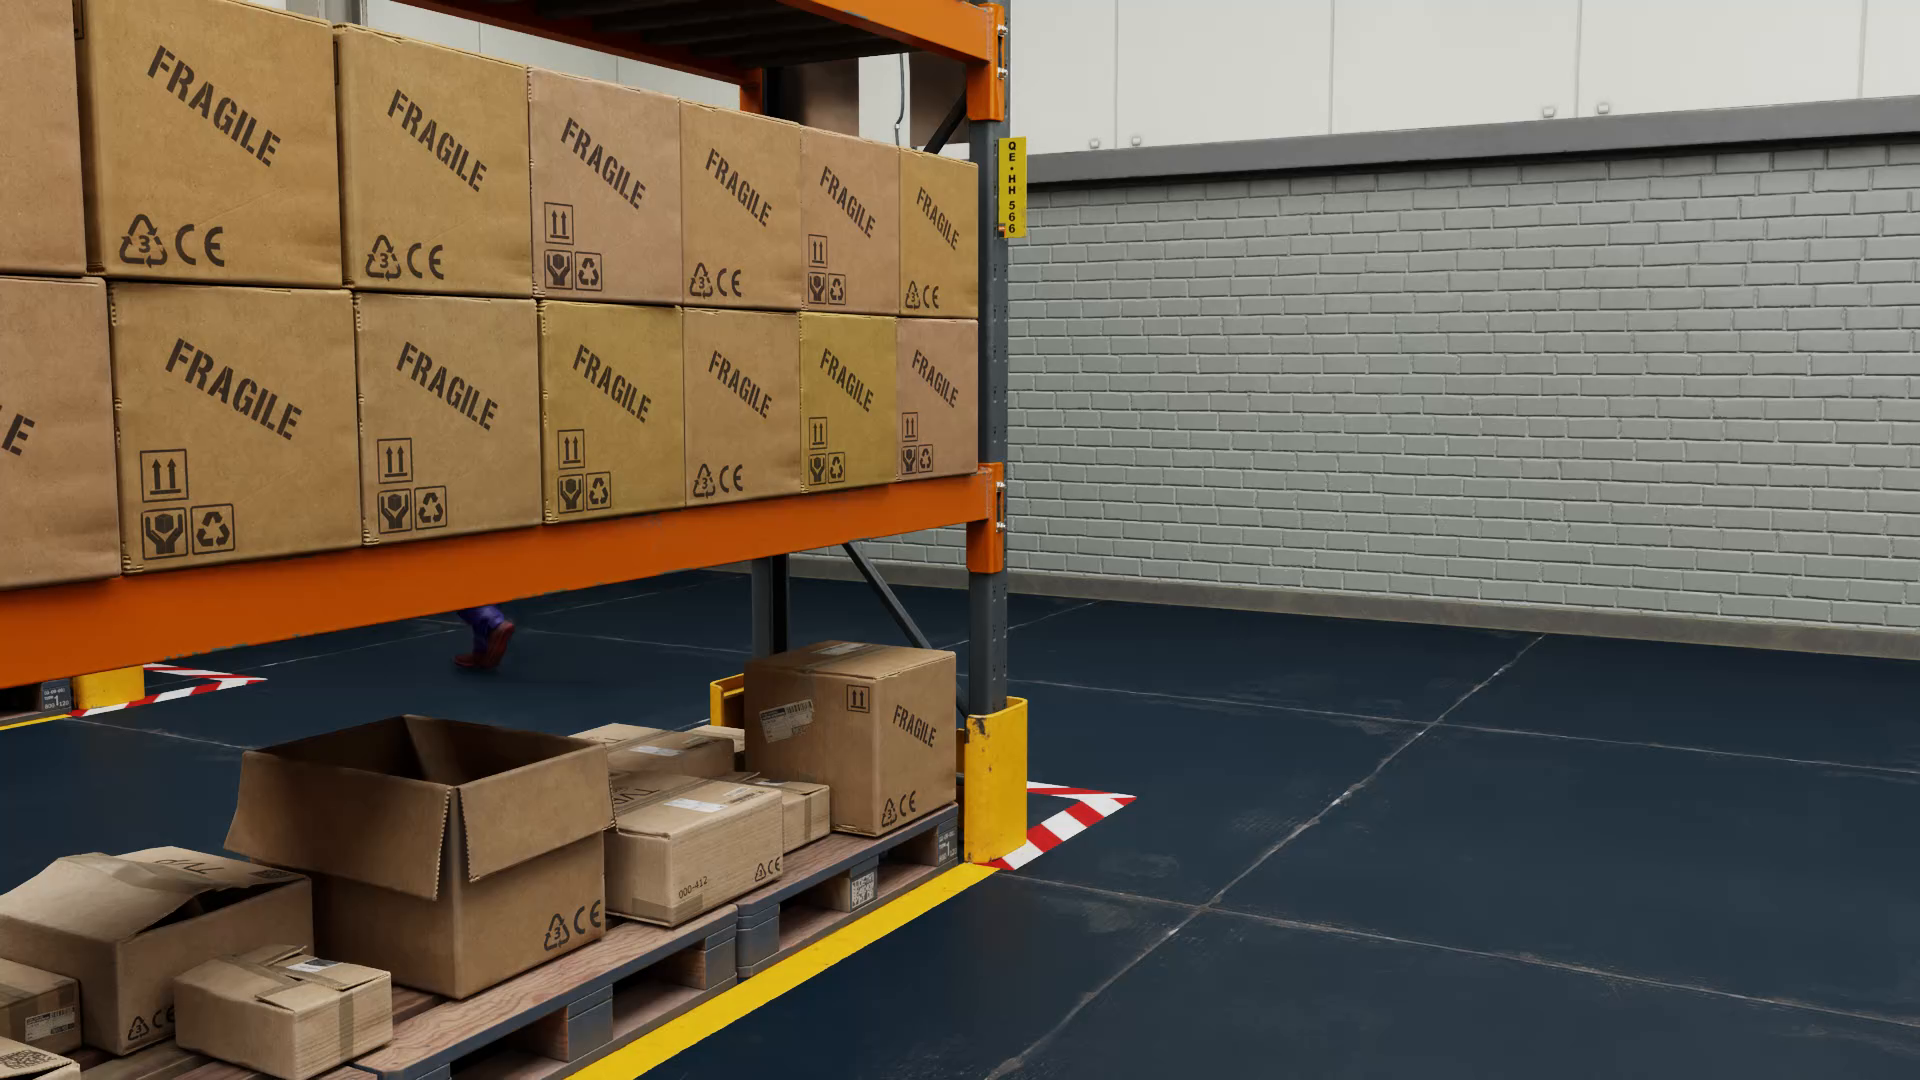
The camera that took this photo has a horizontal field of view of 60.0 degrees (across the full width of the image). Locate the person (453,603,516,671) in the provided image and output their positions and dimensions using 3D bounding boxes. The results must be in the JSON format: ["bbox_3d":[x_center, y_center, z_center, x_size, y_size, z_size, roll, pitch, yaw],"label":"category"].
[{"bbox_3d":[-2.542,-0.114,8.869,0.500,1.620,0.472,2,6,21],"label":"person"}]
